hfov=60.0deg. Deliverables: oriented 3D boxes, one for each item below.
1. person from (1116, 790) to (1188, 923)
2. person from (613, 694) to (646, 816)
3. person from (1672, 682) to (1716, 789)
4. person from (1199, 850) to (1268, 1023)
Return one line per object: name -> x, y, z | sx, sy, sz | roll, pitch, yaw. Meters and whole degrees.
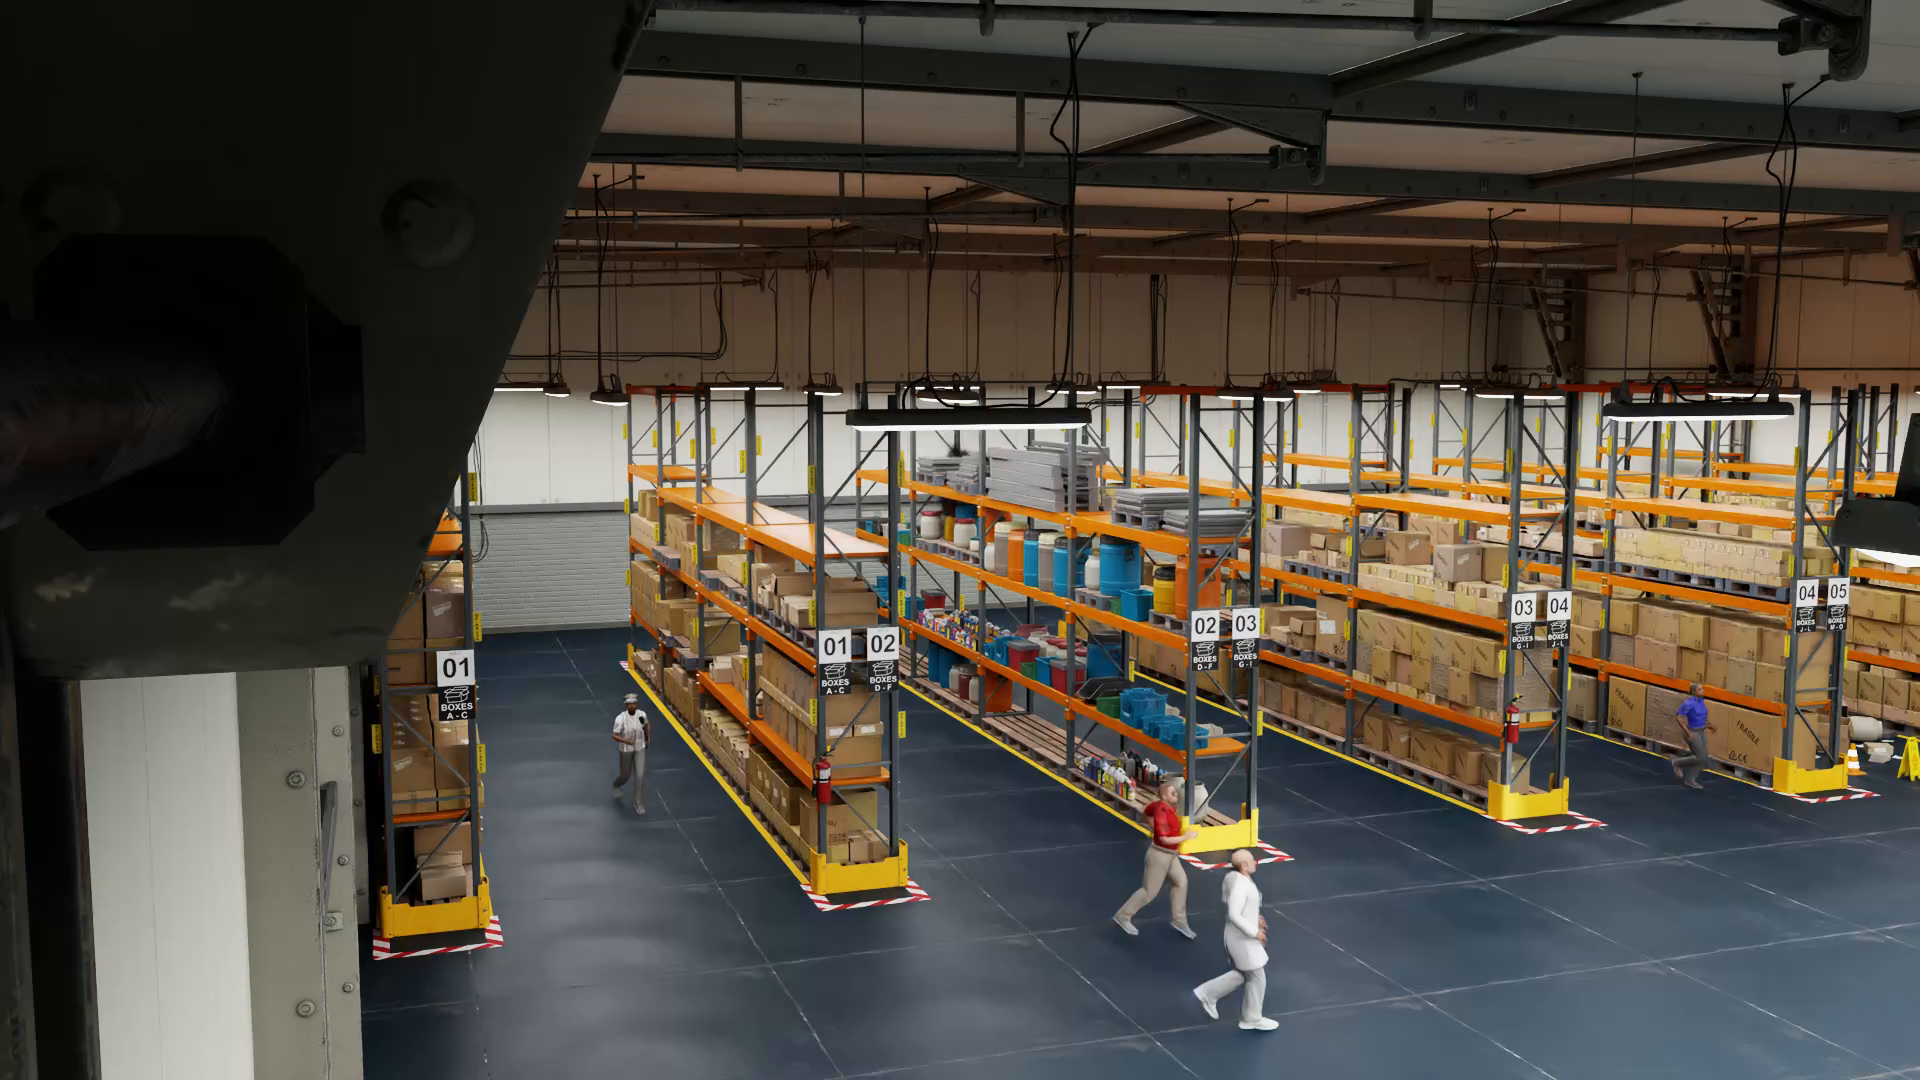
person -> 2.148, 3.514, 18.507 | 0.773, 1.525, 0.428 | 1, 6, 13
person -> -4.729, 3.028, 23.922 | 0.383, 1.710, 0.918 | -3, 7, -25
person -> 11.113, 2.948, 25.139 | 0.575, 1.615, 0.560 | -4, 7, -35
person -> 2.635, 3.898, 15.889 | 0.651, 1.446, 0.720 | 0, 6, 0
